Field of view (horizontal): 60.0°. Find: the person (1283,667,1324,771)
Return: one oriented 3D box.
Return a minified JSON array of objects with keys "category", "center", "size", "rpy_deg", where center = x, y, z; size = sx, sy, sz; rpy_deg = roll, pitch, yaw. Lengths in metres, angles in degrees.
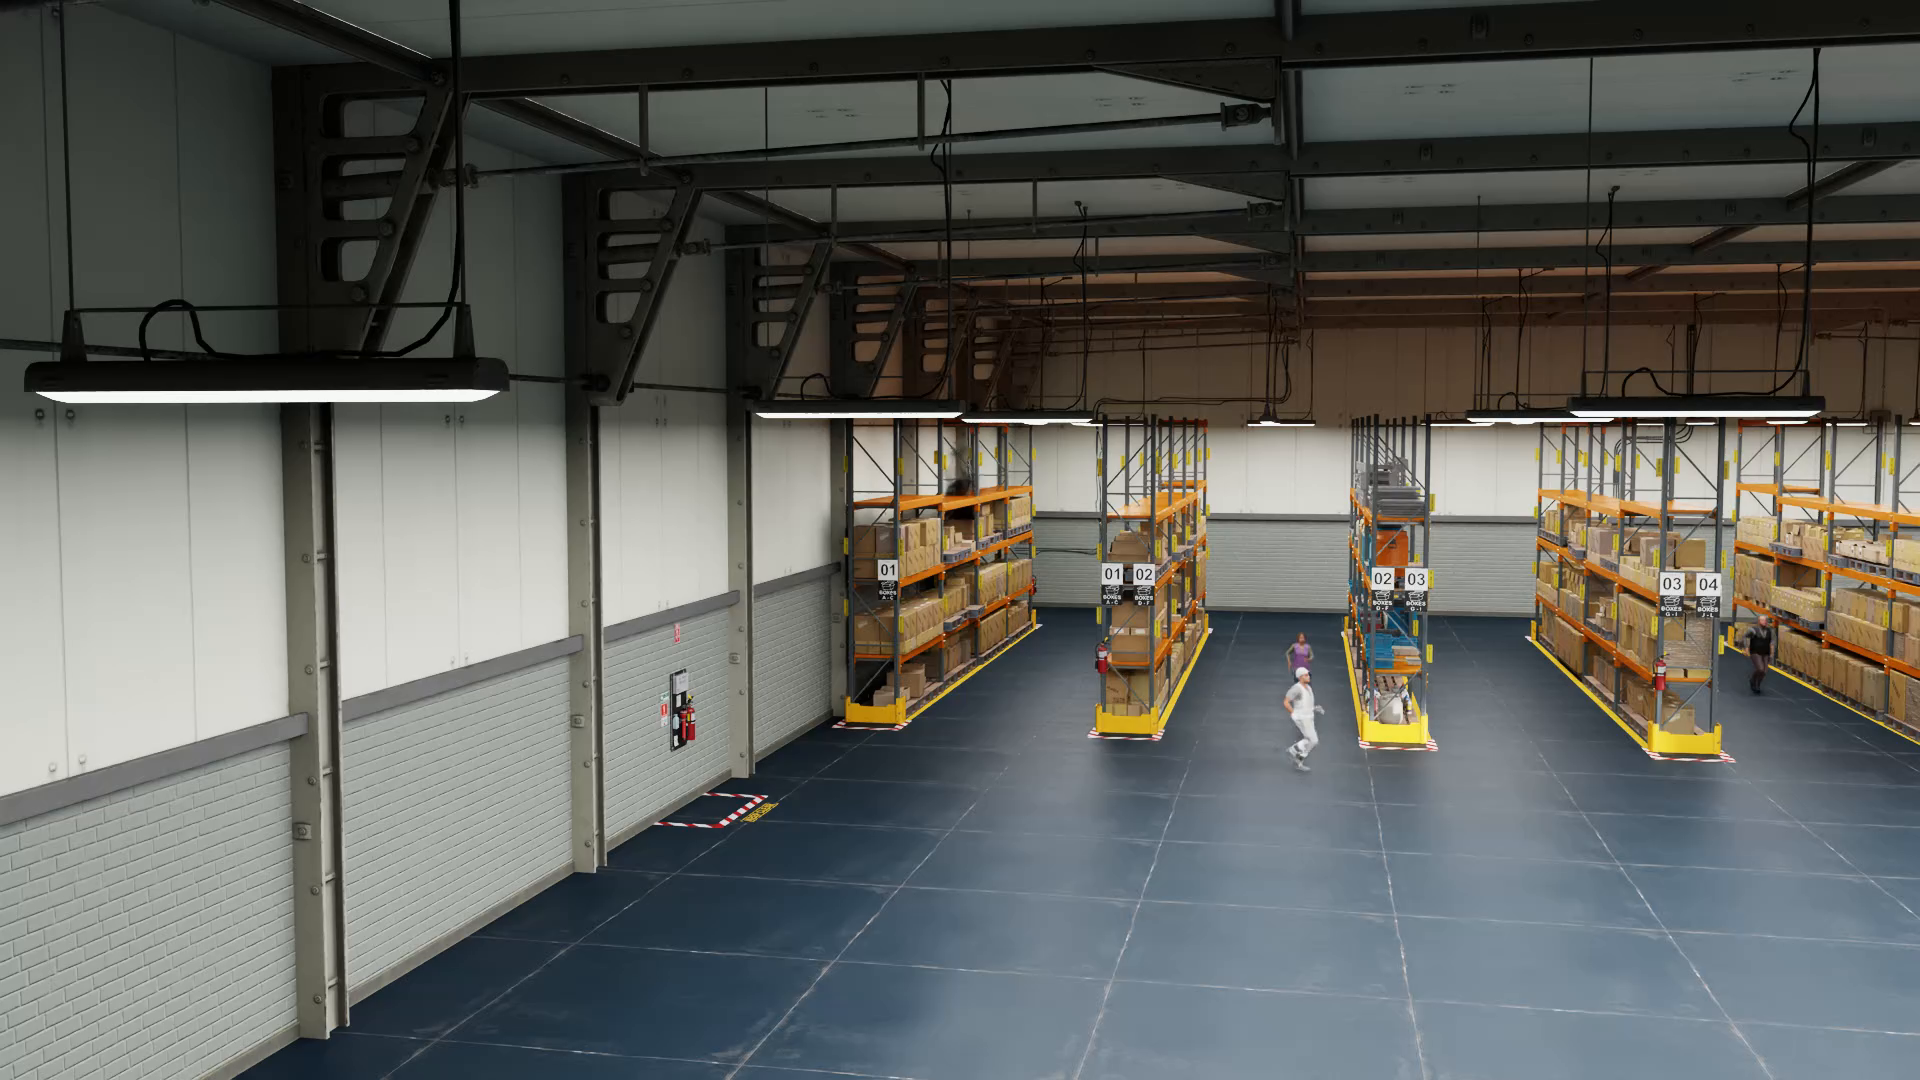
[{"category":"person","center":[5.783,3.000,27.821],"size":[0.580,1.737,0.666],"rpy_deg":[3,5,37]}]

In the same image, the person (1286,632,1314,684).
[{"category":"person","center":[6.886,2.683,33.632],"size":[0.503,1.644,0.710],"rpy_deg":[0,4,-2]}]

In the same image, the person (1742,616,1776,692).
[{"category":"person","center":[17.304,2.473,35.933],"size":[0.630,1.677,0.733],"rpy_deg":[0,4,0]}]

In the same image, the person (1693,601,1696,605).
[{"category":"person","center":[20.065,1.970,44.877],"size":[0.618,1.530,0.727],"rpy_deg":[-2,4,-24]}]
